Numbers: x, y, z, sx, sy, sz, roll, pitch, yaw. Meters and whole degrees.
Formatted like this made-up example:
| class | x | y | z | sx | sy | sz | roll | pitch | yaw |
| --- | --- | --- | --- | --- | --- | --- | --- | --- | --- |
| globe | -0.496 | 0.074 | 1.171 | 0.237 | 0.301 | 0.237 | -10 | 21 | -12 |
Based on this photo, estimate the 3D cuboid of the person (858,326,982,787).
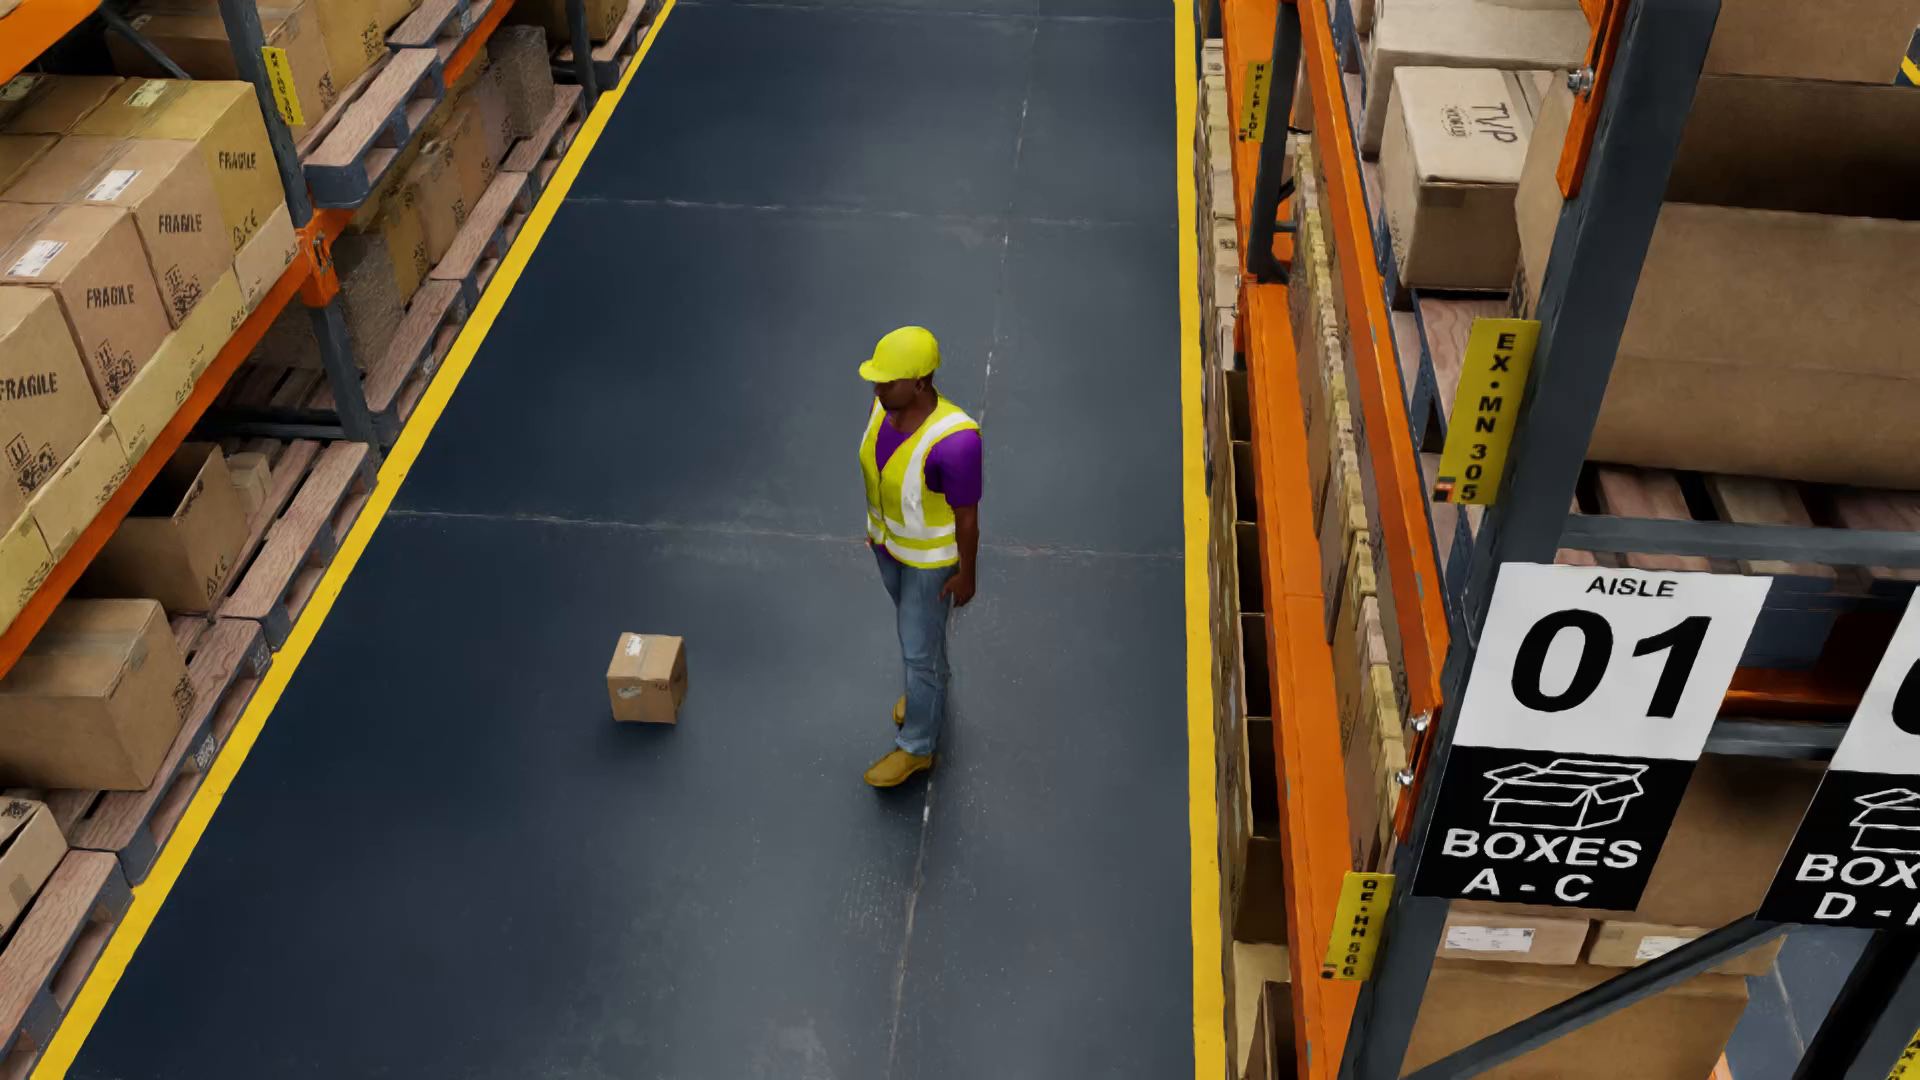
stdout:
| class | x | y | z | sx | sy | sz | roll | pitch | yaw |
| --- | --- | --- | --- | --- | --- | --- | --- | --- | --- |
| person | -0.251 | 0.056 | 6.058 | 0.632 | 1.765 | 0.600 | -26 | 47 | -28 |
